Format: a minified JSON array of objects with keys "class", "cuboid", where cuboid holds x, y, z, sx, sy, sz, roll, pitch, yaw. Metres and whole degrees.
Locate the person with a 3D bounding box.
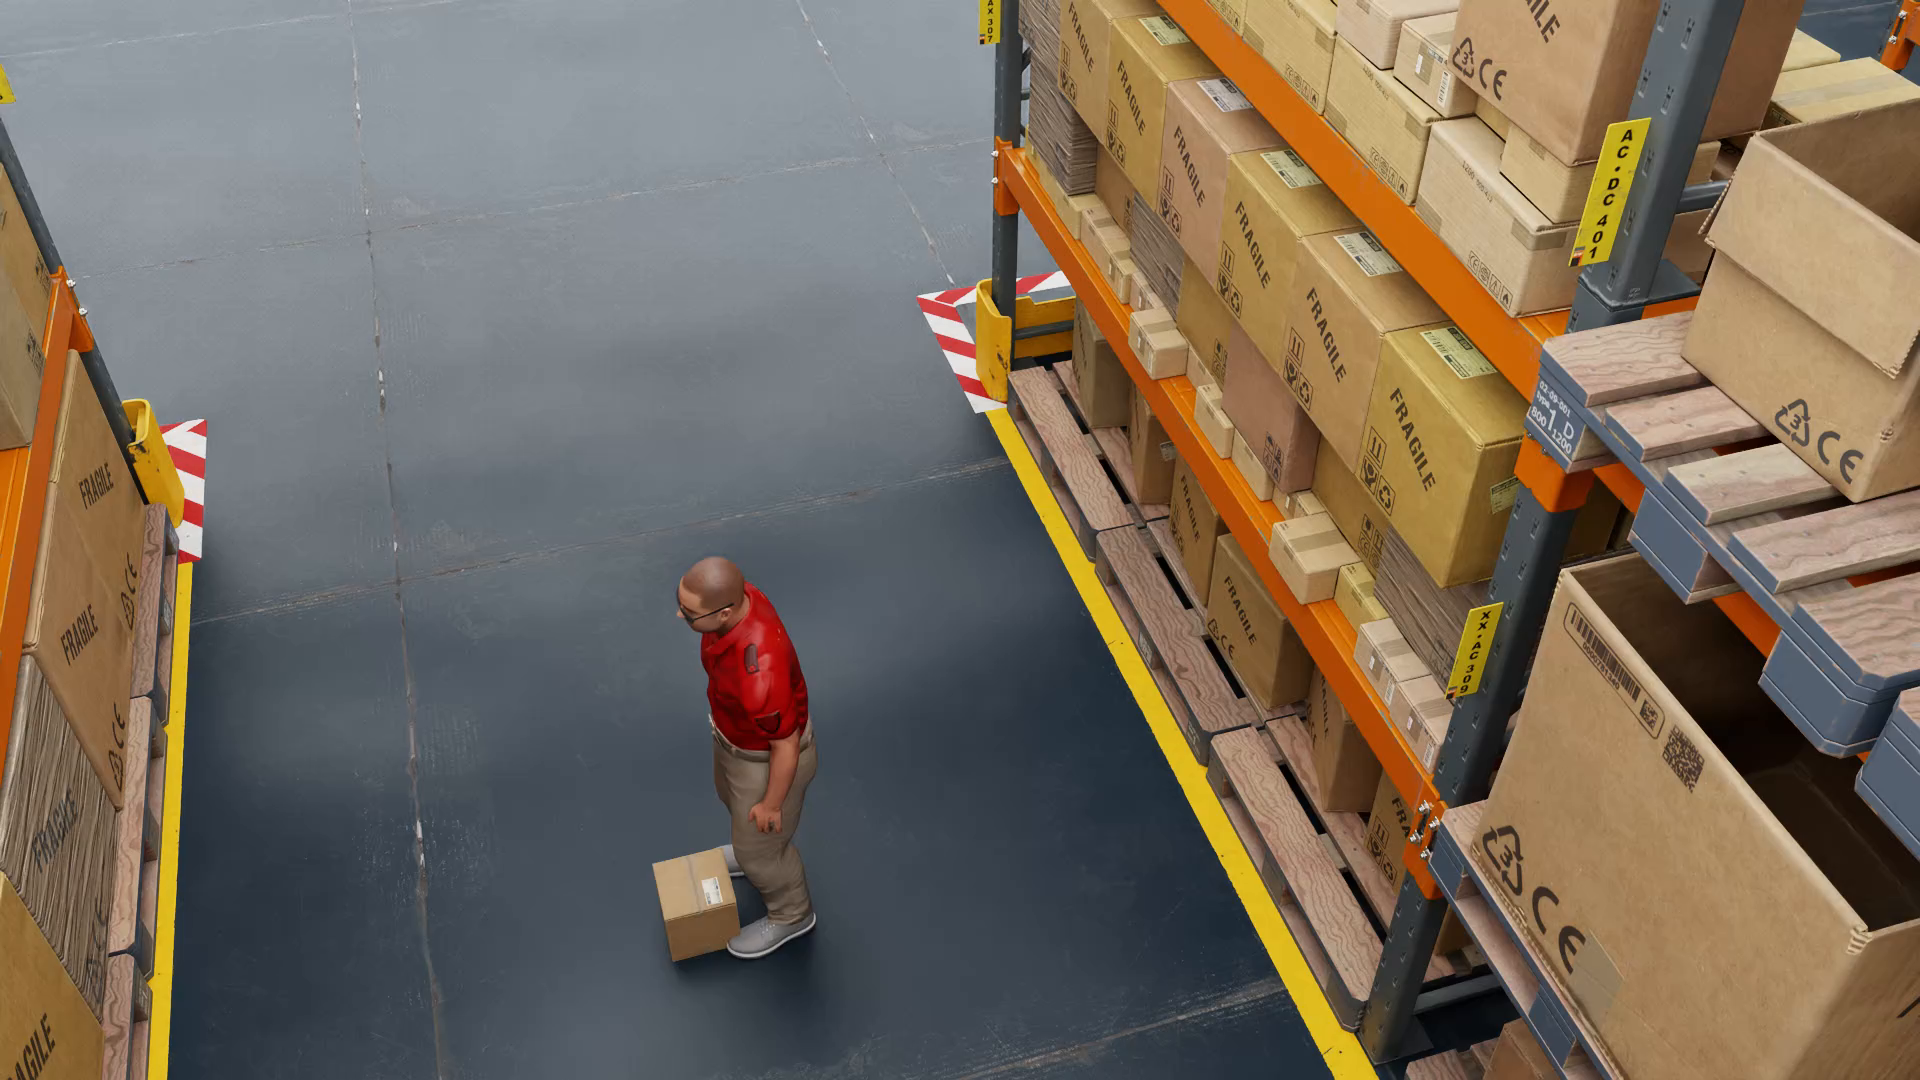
[{"class":"person","cuboid":[-0.668,0.653,5.393,0.371,1.655,0.588,-14,44,-15]}]
